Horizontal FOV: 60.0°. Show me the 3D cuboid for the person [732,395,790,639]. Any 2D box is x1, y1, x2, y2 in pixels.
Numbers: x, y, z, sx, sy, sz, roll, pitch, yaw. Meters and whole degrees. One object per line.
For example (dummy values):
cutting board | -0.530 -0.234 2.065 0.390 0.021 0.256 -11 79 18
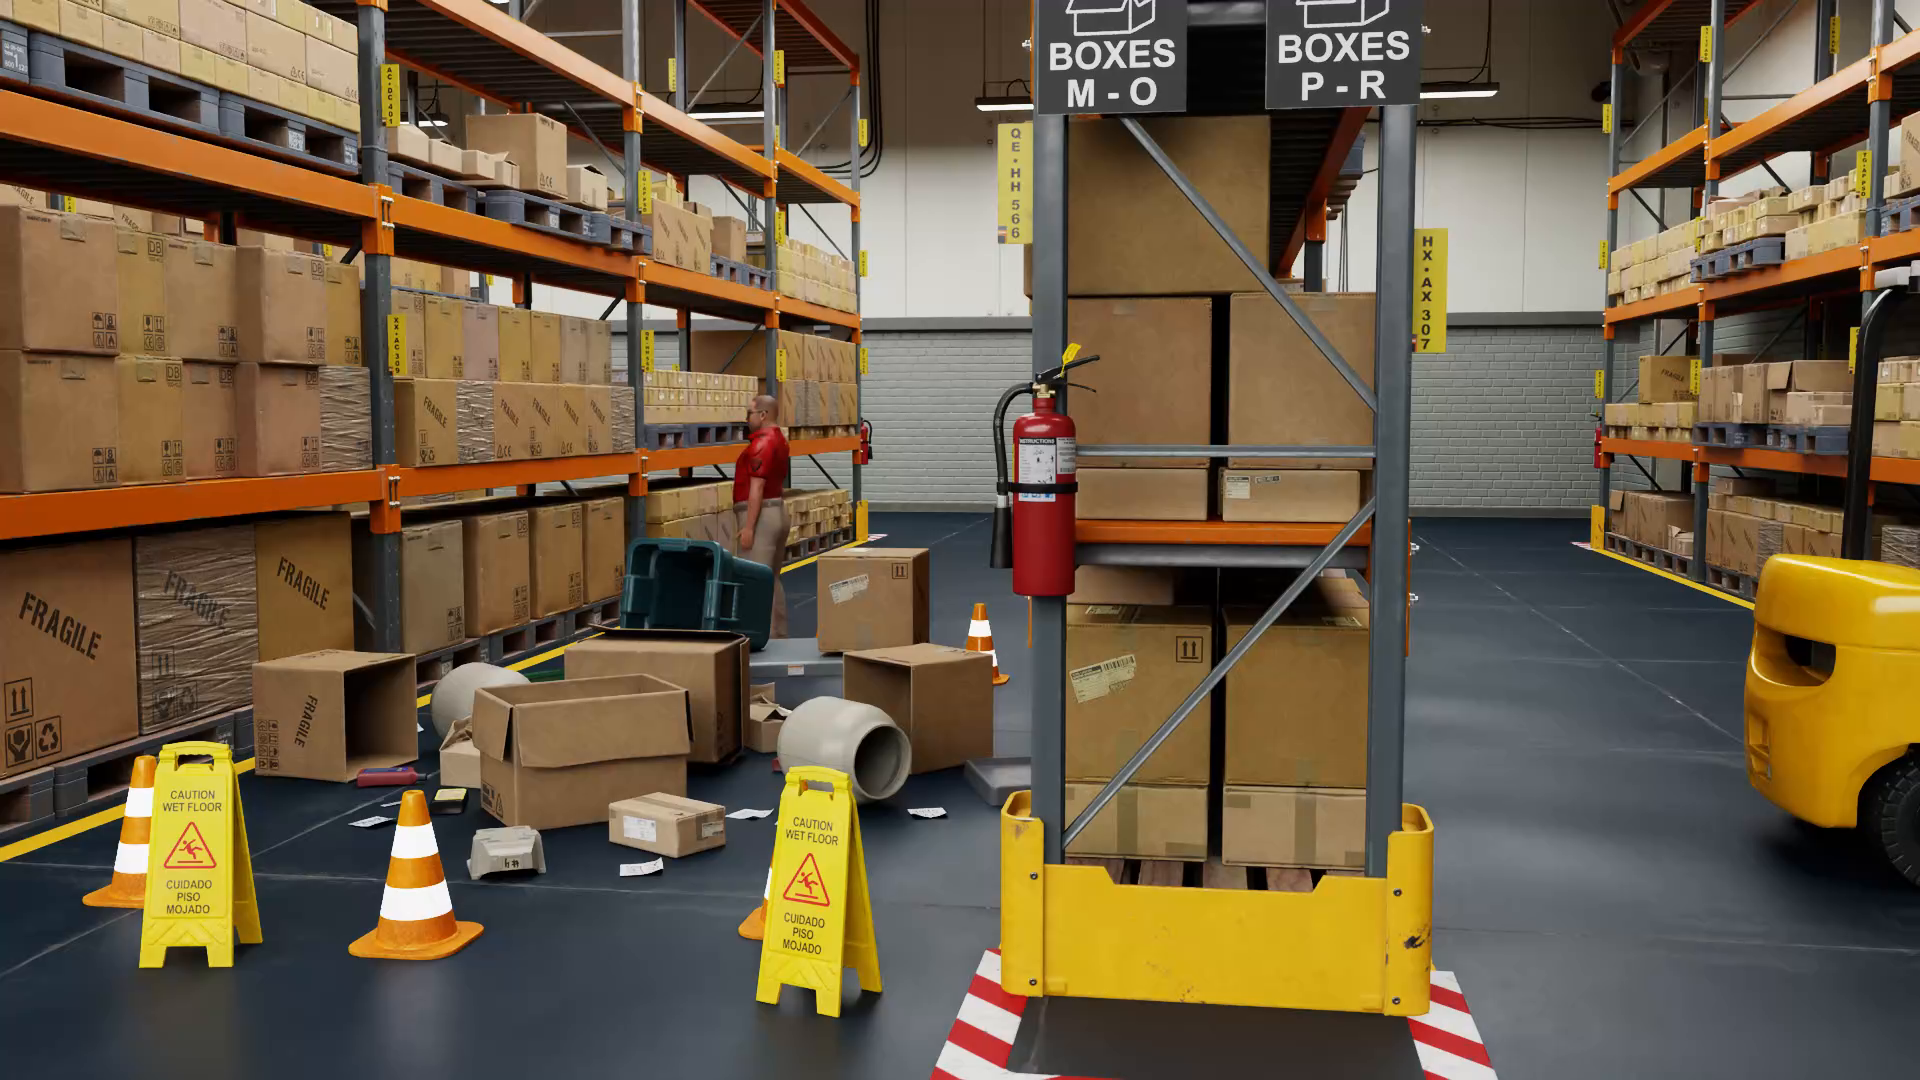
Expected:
person | -1.317 -0.085 10.888 0.360 1.723 0.527 1 5 10
